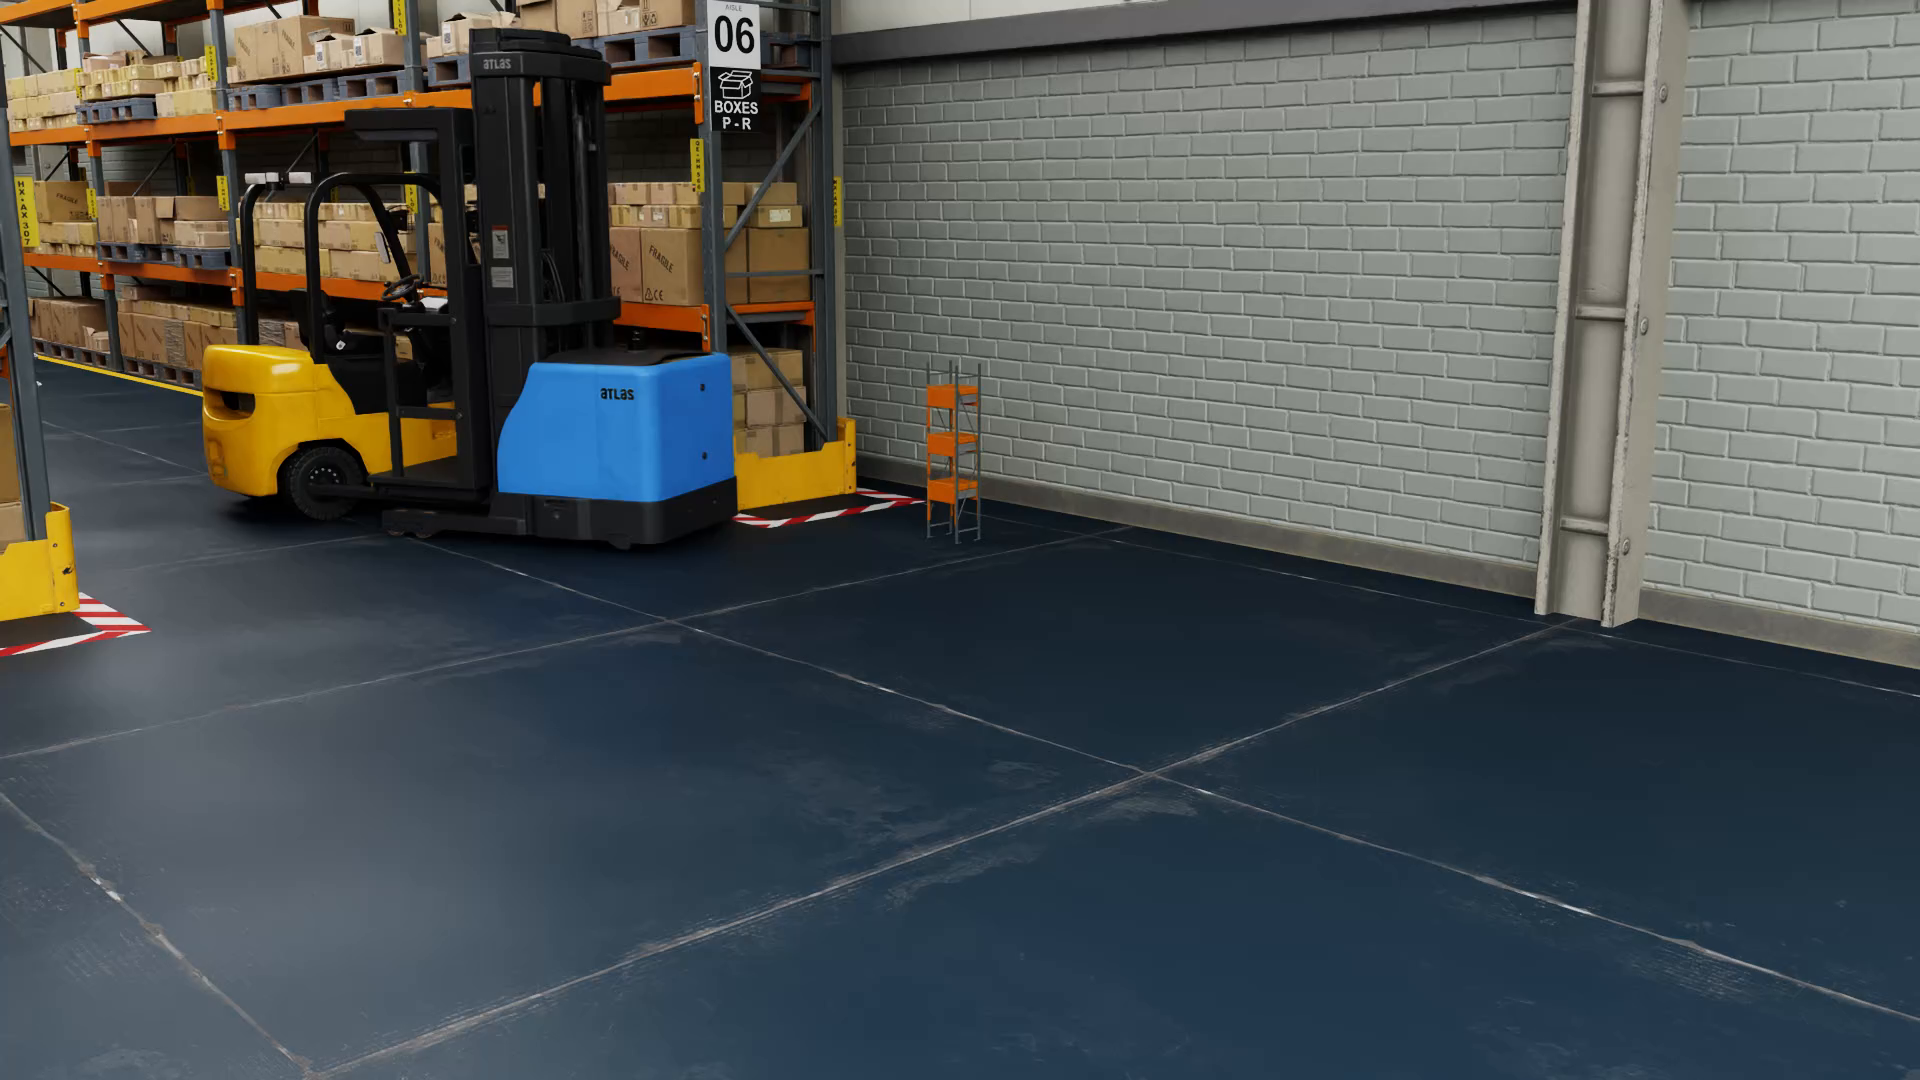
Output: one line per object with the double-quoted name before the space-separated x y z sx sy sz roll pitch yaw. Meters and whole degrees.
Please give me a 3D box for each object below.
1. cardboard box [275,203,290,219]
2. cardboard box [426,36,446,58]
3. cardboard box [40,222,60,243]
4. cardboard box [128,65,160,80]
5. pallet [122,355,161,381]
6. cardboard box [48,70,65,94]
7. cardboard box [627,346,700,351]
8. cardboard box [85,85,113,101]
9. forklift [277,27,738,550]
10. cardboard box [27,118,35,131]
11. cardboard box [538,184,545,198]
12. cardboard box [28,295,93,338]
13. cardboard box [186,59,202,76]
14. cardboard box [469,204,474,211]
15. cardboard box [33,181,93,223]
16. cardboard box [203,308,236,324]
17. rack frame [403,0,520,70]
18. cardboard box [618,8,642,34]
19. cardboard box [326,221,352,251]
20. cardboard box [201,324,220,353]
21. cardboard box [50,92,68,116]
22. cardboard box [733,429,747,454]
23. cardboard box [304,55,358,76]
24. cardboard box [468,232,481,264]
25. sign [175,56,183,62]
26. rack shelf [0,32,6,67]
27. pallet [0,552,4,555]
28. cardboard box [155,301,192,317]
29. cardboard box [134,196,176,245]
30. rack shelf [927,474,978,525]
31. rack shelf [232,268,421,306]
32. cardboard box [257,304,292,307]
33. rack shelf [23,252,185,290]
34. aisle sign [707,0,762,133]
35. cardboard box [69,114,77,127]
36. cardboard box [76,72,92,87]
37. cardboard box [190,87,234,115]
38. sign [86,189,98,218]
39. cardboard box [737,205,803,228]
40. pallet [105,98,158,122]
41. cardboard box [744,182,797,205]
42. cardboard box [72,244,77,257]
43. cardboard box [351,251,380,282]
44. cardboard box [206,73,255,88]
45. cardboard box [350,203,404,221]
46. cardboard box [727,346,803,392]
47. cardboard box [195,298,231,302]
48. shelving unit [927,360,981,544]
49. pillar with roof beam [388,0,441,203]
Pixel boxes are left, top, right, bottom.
"cardboard box" -6.196 -3.089 15.616 0.380 0.149 0.250 -11 16 -42
"cardboard box" -3.921 -3.828 12.959 0.380 0.149 0.250 -10 16 -41
"cardboard box" -11.110 -3.836 20.733 0.500 0.250 0.500 11 16 44
"cardboard box" -8.541 -4.928 17.560 0.380 0.149 0.250 -11 16 -42
"pallet" -8.947 -2.023 19.210 1.003 0.211 1.213 -11 16 -43
"cardboard box" -10.415 -5.402 19.660 0.500 0.250 0.500 -11 16 -43
"cardboard box" -2.149 -1.198 11.586 0.500 0.250 0.500 -11 16 -42
"cardboard box" -9.464 -4.962 18.462 0.380 0.149 0.250 -11 16 -42
"forklift" -2.949 -1.539 10.118 3.031 2.935 1.130 4 12 20
"cardboard box" -11.258 -5.116 20.501 0.380 0.149 0.250 -11 16 -42
"cardboard box" -2.874 -2.549 12.257 0.380 0.149 0.250 -11 16 -42
"cardboard box" -11.944 -2.967 22.025 0.637 0.503 0.797 11 16 43
"cardboard box" -7.550 -4.749 16.743 0.250 0.149 0.380 11 16 43
"cardboard box" -3.601 -2.547 12.985 0.380 0.149 0.250 -11 16 -43
"cardboard box" -11.144 -4.203 20.656 0.500 0.500 0.500 -10 16 -41
"cardboard box" -7.659 -2.335 17.358 0.250 0.149 0.380 11 16 43
"rack frame" -4.011 -5.273 13.207 1.000 3.000 0.127 -11 16 -43
"cardboard box" -2.041 -3.431 11.031 0.250 0.149 0.380 11 16 44
"cardboard box" -5.245 -2.692 14.678 0.500 0.250 0.500 -10 16 -41
"cardboard box" -7.559 -2.007 17.372 0.500 0.500 0.500 -11 16 -43
"cardboard box" -10.417 -5.154 19.695 0.500 0.250 0.500 11 16 43
"cardboard box" -1.802 -0.635 11.333 0.500 0.250 0.500 -11 16 -42
"cardboard box" -5.523 -4.167 14.603 0.380 0.149 0.250 -11 16 -43
"cardboard box" -3.522 -2.209 12.954 0.500 0.500 0.500 -11 16 -42
"sign" -9.137 -5.496 19.463 0.100 0.325 0.005 -11 16 -43
"rack shelf" -6.218 -2.468 8.806 1.077 0.370 4.000 -11 16 -43
"pallet" -5.424 0.172 8.554 1.003 0.211 1.213 -11 16 -43
"cardboard box" -8.703 -2.567 18.485 0.380 0.149 0.250 -11 16 -43
"cardboard box" -8.464 -3.466 18.010 0.700 0.500 0.500 -11 16 -43
"rack shelf" -0.037 -0.239 9.902 0.215 0.259 0.240 -11 16 -43
"rack shelf" -5.392 -2.275 15.302 1.077 0.370 4.000 -11 16 -43
"cardboard box" -7.423 -2.458 17.954 0.250 0.149 0.380 11 16 43
"rack shelf" -10.917 -3.442 20.969 1.077 0.370 4.000 -11 16 -43
"aisle sign" -1.416 -2.974 10.471 0.394 0.787 0.004 -11 16 -43
"cardboard box" -10.165 -4.896 19.433 0.380 0.149 0.250 -11 16 -43
"cardboard box" -9.647 -5.144 18.611 0.380 0.149 0.250 -10 15 -41
"cardboard box" -7.304 -4.356 16.558 0.500 0.250 0.500 11 16 43
"sign" -9.923 -3.850 19.020 0.100 0.325 0.005 -11 16 -43
"cardboard box" -1.296 -2.204 11.319 0.250 0.149 0.380 11 16 44
"pallet" -8.418 -4.624 17.954 1.213 0.211 1.003 -11 16 -43
"cardboard box" -1.326 -2.343 11.256 0.380 0.149 0.250 -11 16 -44
"cardboard box" -10.493 -3.503 20.101 0.380 0.149 0.250 -10 16 -41
"cardboard box" -4.900 -2.371 14.360 0.500 0.250 0.500 -11 16 -43
"cardboard box" -7.193 -4.528 16.407 0.380 0.149 0.250 -10 16 -41
"cardboard box" -5.008 -2.819 14.305 0.250 0.149 0.380 11 16 43
"cardboard box" -1.444 -1.197 11.582 0.500 0.250 0.500 -11 16 -43
"cardboard box" -8.518 -2.683 19.046 0.250 0.149 0.380 11 16 42
"shelving unit" -0.037 -0.522 9.843 0.215 1.050 0.252 -11 16 -43
"pillar with roof beam" -8.335 -5.193 12.815 9.100 9.000 0.400 -11 16 -43
